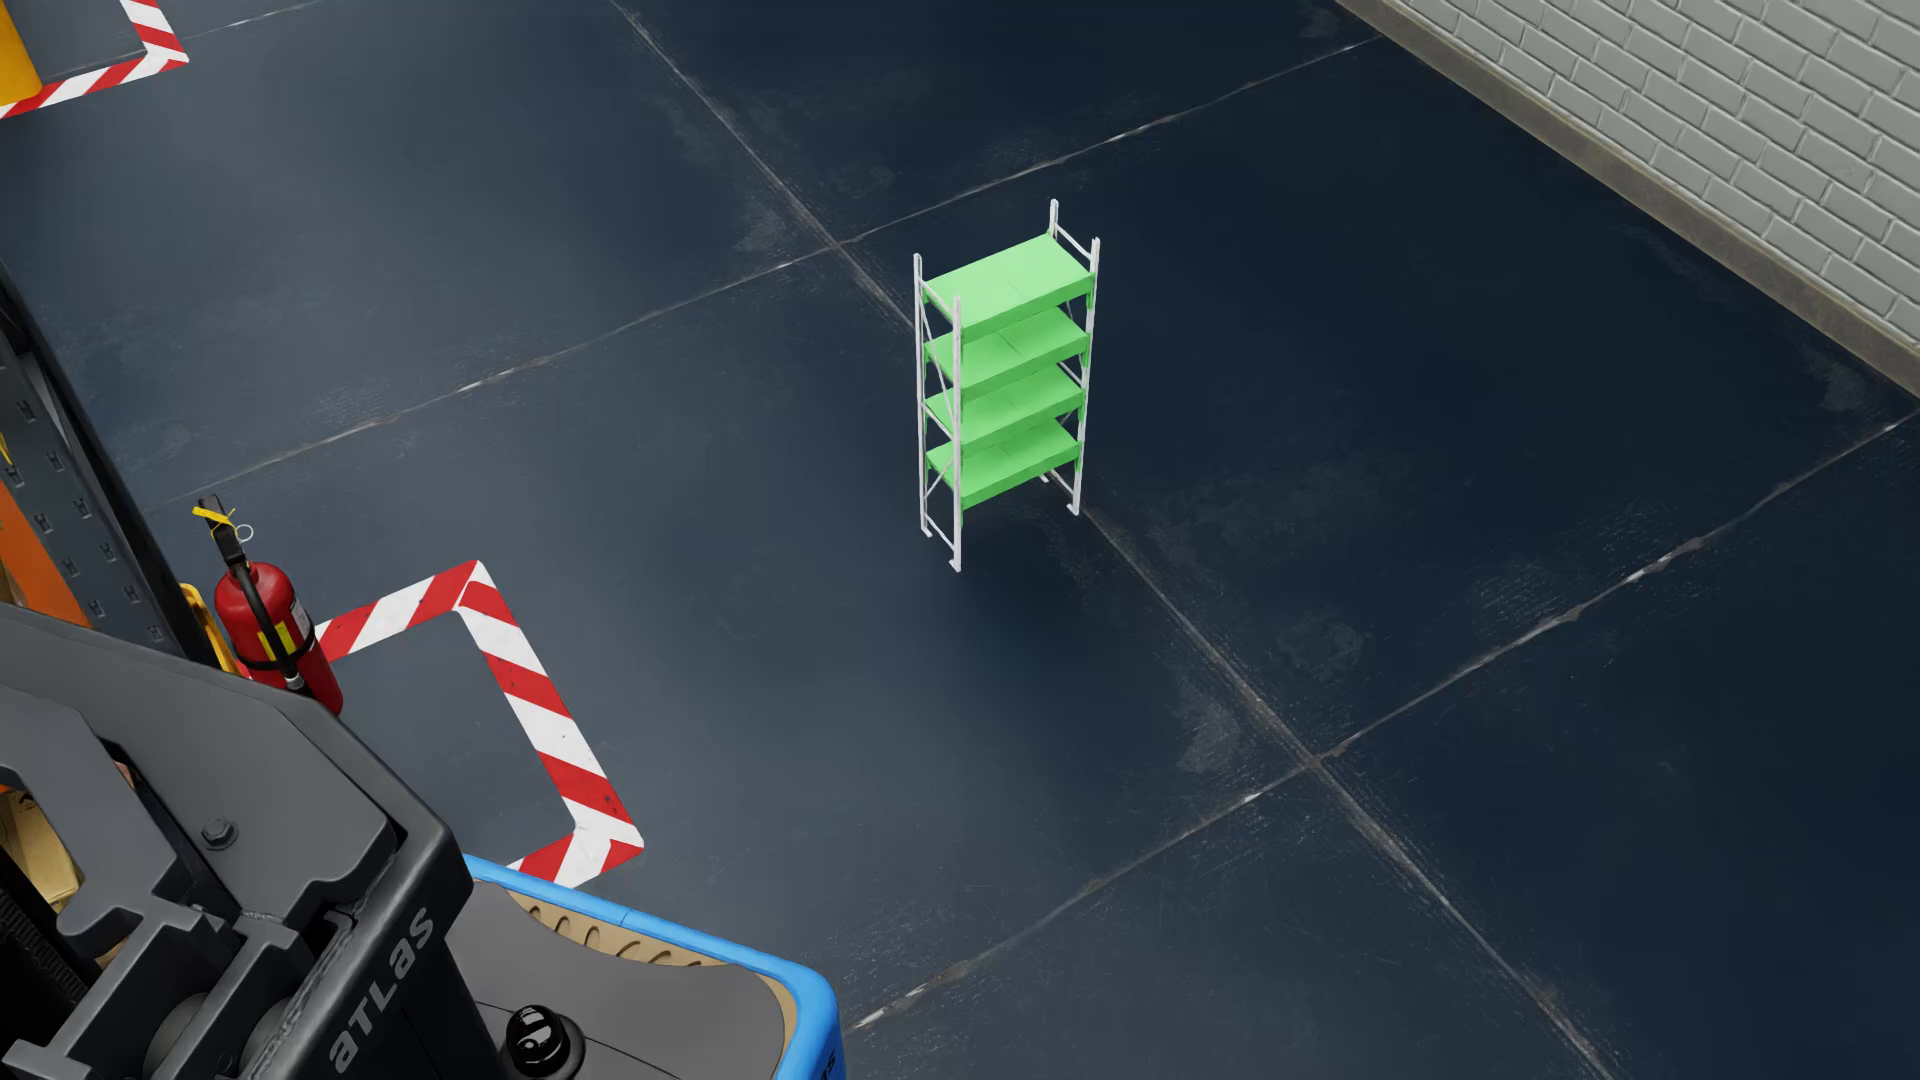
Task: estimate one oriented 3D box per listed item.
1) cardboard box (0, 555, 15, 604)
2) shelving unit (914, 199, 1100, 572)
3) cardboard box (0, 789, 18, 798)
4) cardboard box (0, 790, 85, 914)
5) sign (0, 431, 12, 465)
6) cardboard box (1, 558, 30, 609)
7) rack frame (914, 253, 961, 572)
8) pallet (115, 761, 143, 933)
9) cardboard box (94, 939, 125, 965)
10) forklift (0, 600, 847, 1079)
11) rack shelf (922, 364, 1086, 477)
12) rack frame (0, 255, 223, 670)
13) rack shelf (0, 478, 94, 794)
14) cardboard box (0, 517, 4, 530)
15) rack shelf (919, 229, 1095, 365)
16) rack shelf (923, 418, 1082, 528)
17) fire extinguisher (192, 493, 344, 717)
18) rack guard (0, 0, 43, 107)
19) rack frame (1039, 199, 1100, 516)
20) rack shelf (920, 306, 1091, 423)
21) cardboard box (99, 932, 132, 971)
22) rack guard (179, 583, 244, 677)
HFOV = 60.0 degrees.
[{"bbox_3d":[-2.314,0.062,3.420,0.500,0.500,0.500,-24,53,-20],"label":"cardboard box"},{"bbox_3d":[0.140,-0.465,5.361,0.503,1.200,0.258,-25,53,-21],"label":"shelving unit"},{"bbox_3d":[-2.652,0.609,4.628,0.250,0.149,0.380,-23,52,-19],"label":"cardboard box"},{"bbox_3d":[-2.384,0.835,4.228,0.250,0.149,0.380,-25,53,-20],"label":"cardboard box"},{"bbox_3d":[-1.792,-0.279,3.003,0.005,0.325,0.100,-25,53,-21],"label":"sign"},{"bbox_3d":[-2.197,0.245,3.691,0.250,0.149,0.380,-25,53,-21],"label":"cardboard box"},{"bbox_3d":[-0.066,-0.368,5.274,0.015,1.200,0.240,-25,53,-21],"label":"rack frame"},{"bbox_3d":[-2.842,1.112,4.618,1.213,0.211,1.003,-25,53,-21],"label":"pallet"},{"bbox_3d":[-2.366,0.953,4.321,0.250,0.149,0.380,-27,53,-22],"label":"cardboard box"},{"bbox_3d":[-1.213,1.581,2.380,1.130,2.935,3.031,15,50,13],"label":"forklift"},{"bbox_3d":[0.140,-0.422,5.408,0.480,0.148,0.258,-25,53,-21],"label":"rack shelf"},{"bbox_3d":[-2.072,-0.147,3.872,0.127,3.000,1.000,-25,53,-21],"label":"rack frame"},{"bbox_3d":[-3.763,0.889,3.431,4.000,0.370,1.077,-25,53,-21],"label":"rack shelf"},{"bbox_3d":[-2.520,-0.141,4.036,0.250,0.149,0.380,-26,53,-21],"label":"cardboard box"},{"bbox_3d":[0.140,-0.742,5.050,0.480,0.148,0.258,-25,53,-21],"label":"rack shelf"},{"bbox_3d":[0.140,-0.263,5.588,0.480,0.148,0.258,-25,53,-21],"label":"rack shelf"},{"bbox_3d":[-1.612,0.194,3.870,0.183,0.674,0.296,-25,53,-21],"label":"fire extinguisher"},{"bbox_3d":[-4.612,-2.498,7.640,0.348,0.500,1.175,-25,53,-21],"label":"rack guard"},{"bbox_3d":[0.346,-0.562,5.447,0.015,1.200,0.240,-25,53,-21],"label":"rack frame"},{"bbox_3d":[0.140,-0.582,5.229,0.480,0.148,0.258,-25,53,-21],"label":"rack shelf"},{"bbox_3d":[-2.406,1.003,4.476,0.250,0.149,0.380,-24,53,-20],"label":"cardboard box"},{"bbox_3d":[-2.136,0.715,4.779,0.348,0.500,1.175,-25,53,-21],"label":"rack guard"}]
